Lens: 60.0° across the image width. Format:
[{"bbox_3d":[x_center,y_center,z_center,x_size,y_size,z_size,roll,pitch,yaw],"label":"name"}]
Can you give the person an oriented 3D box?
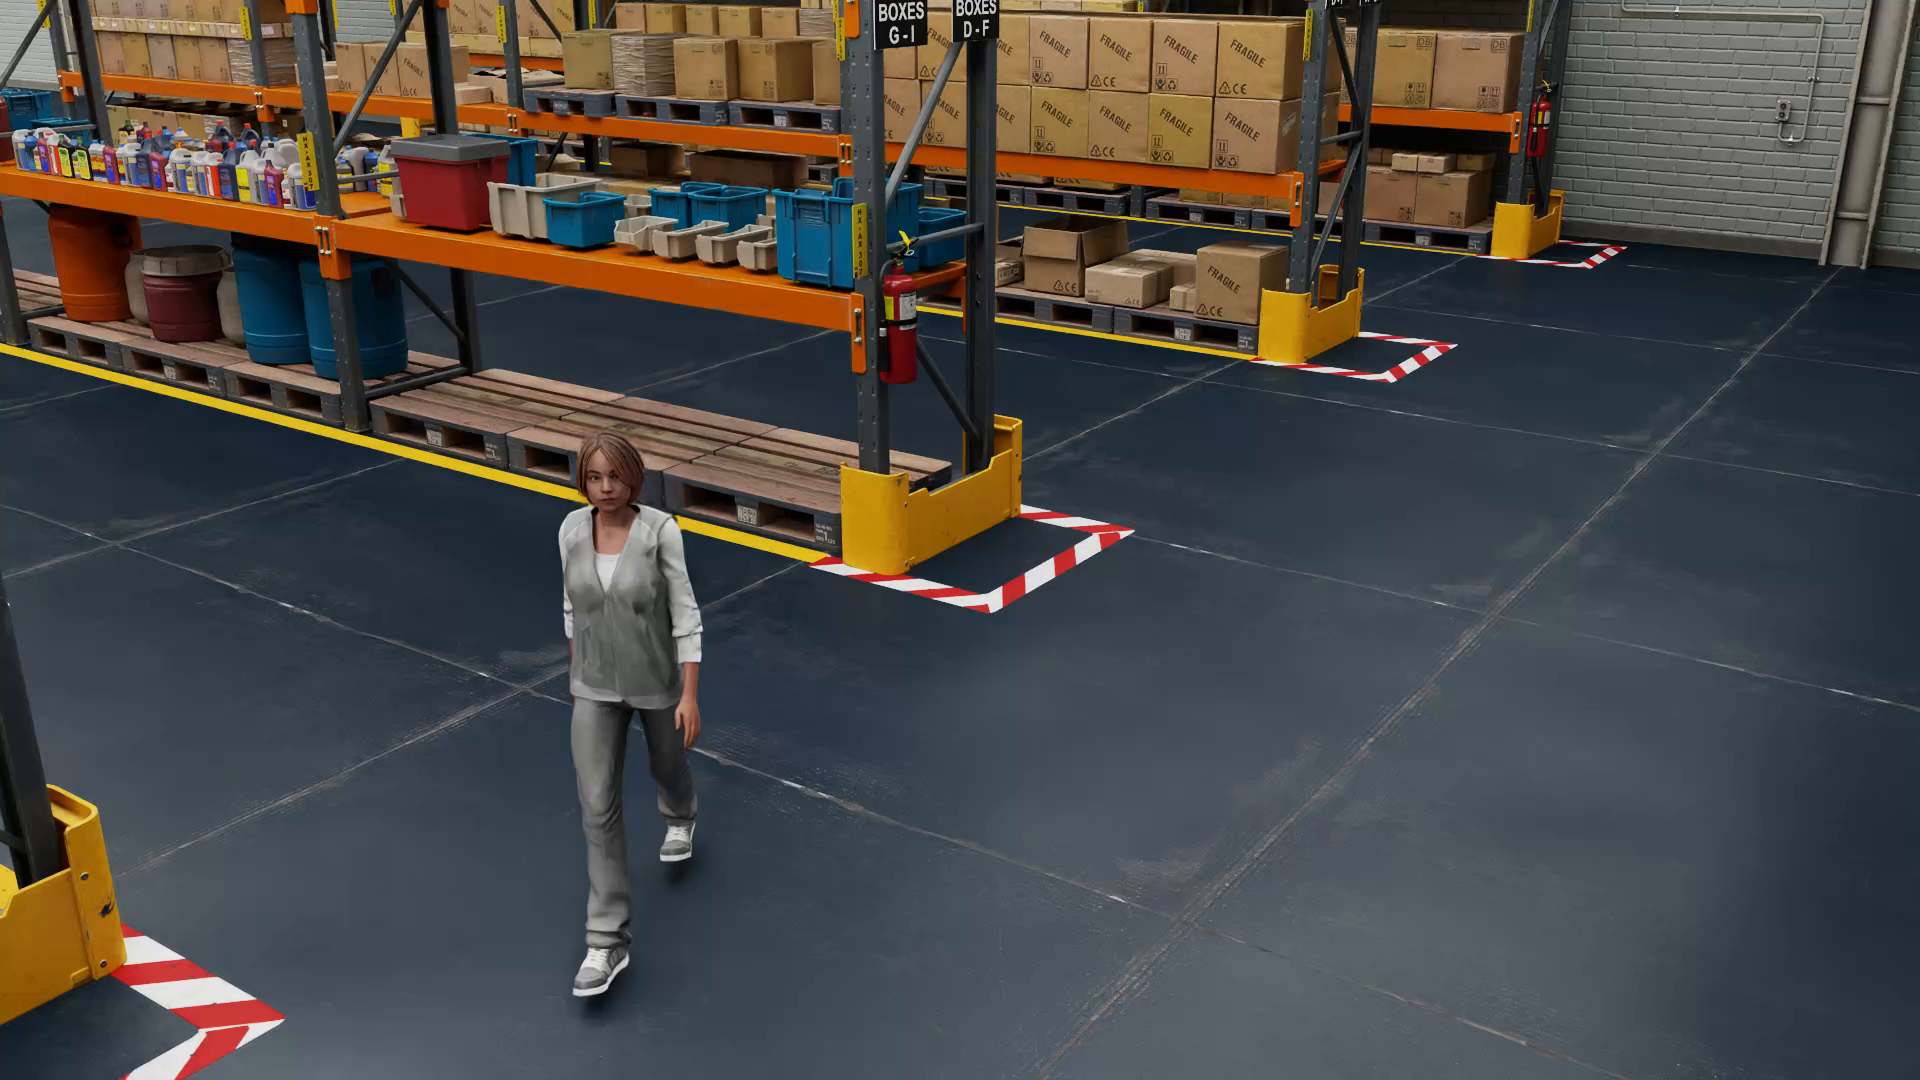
[{"bbox_3d":[-0.956,0.435,4.880,0.429,1.533,0.979,-1,20,-2],"label":"person"}]
